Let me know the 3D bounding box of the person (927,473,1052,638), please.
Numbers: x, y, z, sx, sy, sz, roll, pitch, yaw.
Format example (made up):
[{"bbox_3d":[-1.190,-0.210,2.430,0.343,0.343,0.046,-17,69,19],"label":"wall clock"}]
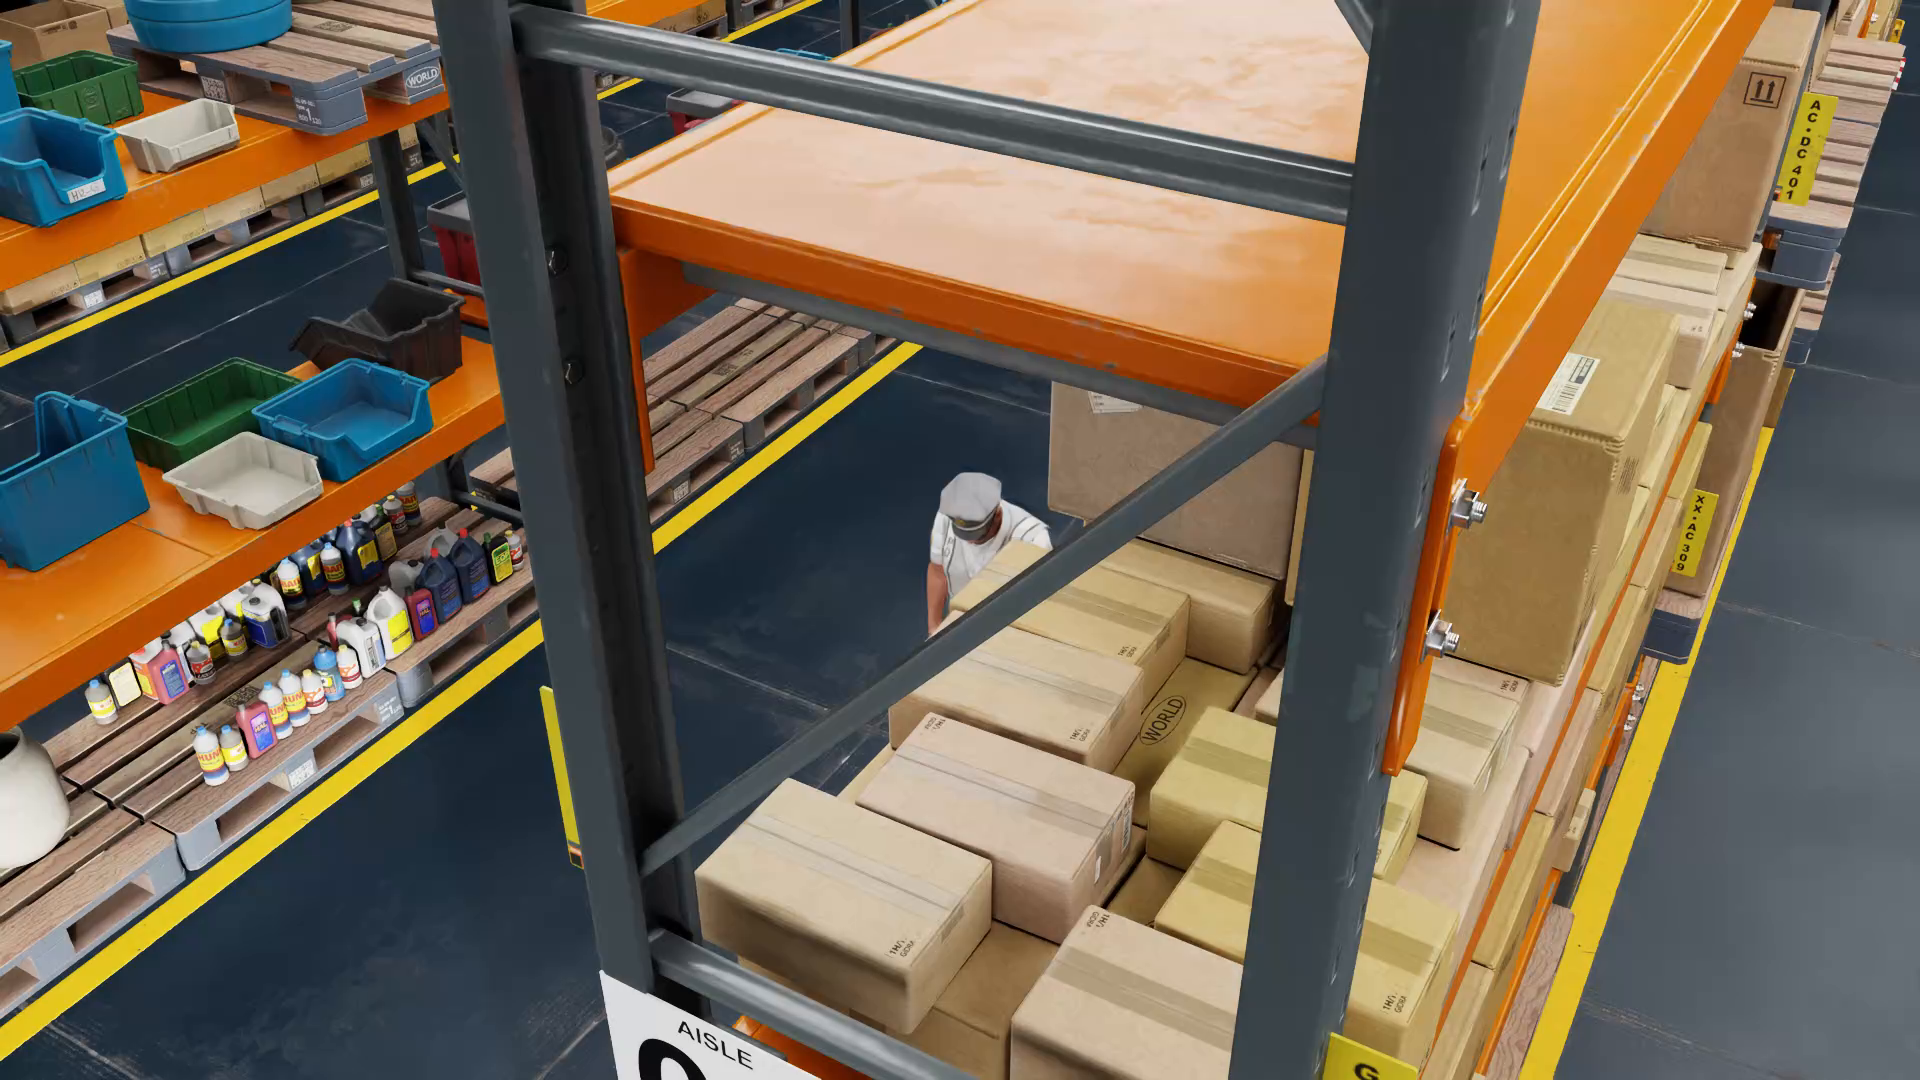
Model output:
[{"bbox_3d":[0.133,0.380,6.947,0.575,1.633,0.609,18,38,25],"label":"person"}]
